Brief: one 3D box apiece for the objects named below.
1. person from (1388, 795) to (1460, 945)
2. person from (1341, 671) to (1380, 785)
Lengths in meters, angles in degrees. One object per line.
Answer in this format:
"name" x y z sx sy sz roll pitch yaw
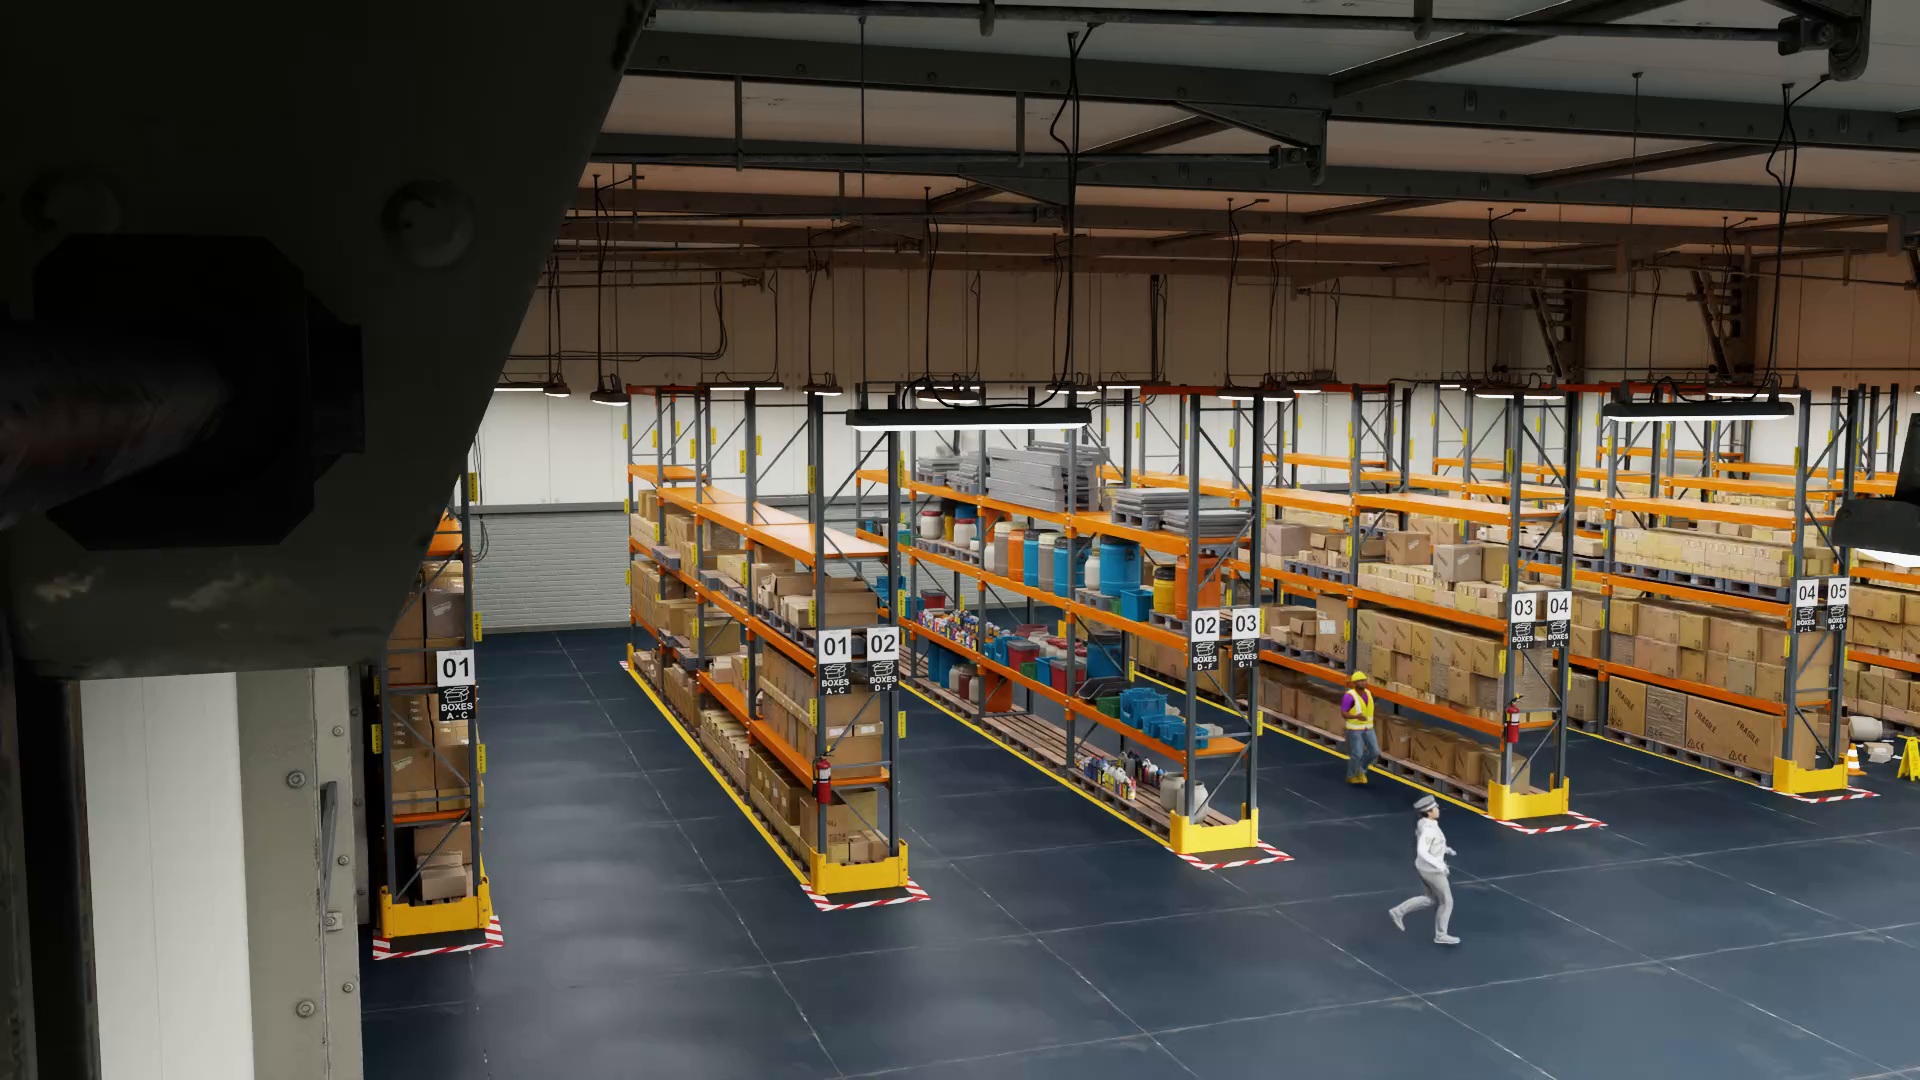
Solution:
"person" 5.132 3.617 18.283 0.767 1.660 0.625 0 6 5
"person" 6.092 2.866 25.156 0.680 1.750 0.626 -3 6 -23
